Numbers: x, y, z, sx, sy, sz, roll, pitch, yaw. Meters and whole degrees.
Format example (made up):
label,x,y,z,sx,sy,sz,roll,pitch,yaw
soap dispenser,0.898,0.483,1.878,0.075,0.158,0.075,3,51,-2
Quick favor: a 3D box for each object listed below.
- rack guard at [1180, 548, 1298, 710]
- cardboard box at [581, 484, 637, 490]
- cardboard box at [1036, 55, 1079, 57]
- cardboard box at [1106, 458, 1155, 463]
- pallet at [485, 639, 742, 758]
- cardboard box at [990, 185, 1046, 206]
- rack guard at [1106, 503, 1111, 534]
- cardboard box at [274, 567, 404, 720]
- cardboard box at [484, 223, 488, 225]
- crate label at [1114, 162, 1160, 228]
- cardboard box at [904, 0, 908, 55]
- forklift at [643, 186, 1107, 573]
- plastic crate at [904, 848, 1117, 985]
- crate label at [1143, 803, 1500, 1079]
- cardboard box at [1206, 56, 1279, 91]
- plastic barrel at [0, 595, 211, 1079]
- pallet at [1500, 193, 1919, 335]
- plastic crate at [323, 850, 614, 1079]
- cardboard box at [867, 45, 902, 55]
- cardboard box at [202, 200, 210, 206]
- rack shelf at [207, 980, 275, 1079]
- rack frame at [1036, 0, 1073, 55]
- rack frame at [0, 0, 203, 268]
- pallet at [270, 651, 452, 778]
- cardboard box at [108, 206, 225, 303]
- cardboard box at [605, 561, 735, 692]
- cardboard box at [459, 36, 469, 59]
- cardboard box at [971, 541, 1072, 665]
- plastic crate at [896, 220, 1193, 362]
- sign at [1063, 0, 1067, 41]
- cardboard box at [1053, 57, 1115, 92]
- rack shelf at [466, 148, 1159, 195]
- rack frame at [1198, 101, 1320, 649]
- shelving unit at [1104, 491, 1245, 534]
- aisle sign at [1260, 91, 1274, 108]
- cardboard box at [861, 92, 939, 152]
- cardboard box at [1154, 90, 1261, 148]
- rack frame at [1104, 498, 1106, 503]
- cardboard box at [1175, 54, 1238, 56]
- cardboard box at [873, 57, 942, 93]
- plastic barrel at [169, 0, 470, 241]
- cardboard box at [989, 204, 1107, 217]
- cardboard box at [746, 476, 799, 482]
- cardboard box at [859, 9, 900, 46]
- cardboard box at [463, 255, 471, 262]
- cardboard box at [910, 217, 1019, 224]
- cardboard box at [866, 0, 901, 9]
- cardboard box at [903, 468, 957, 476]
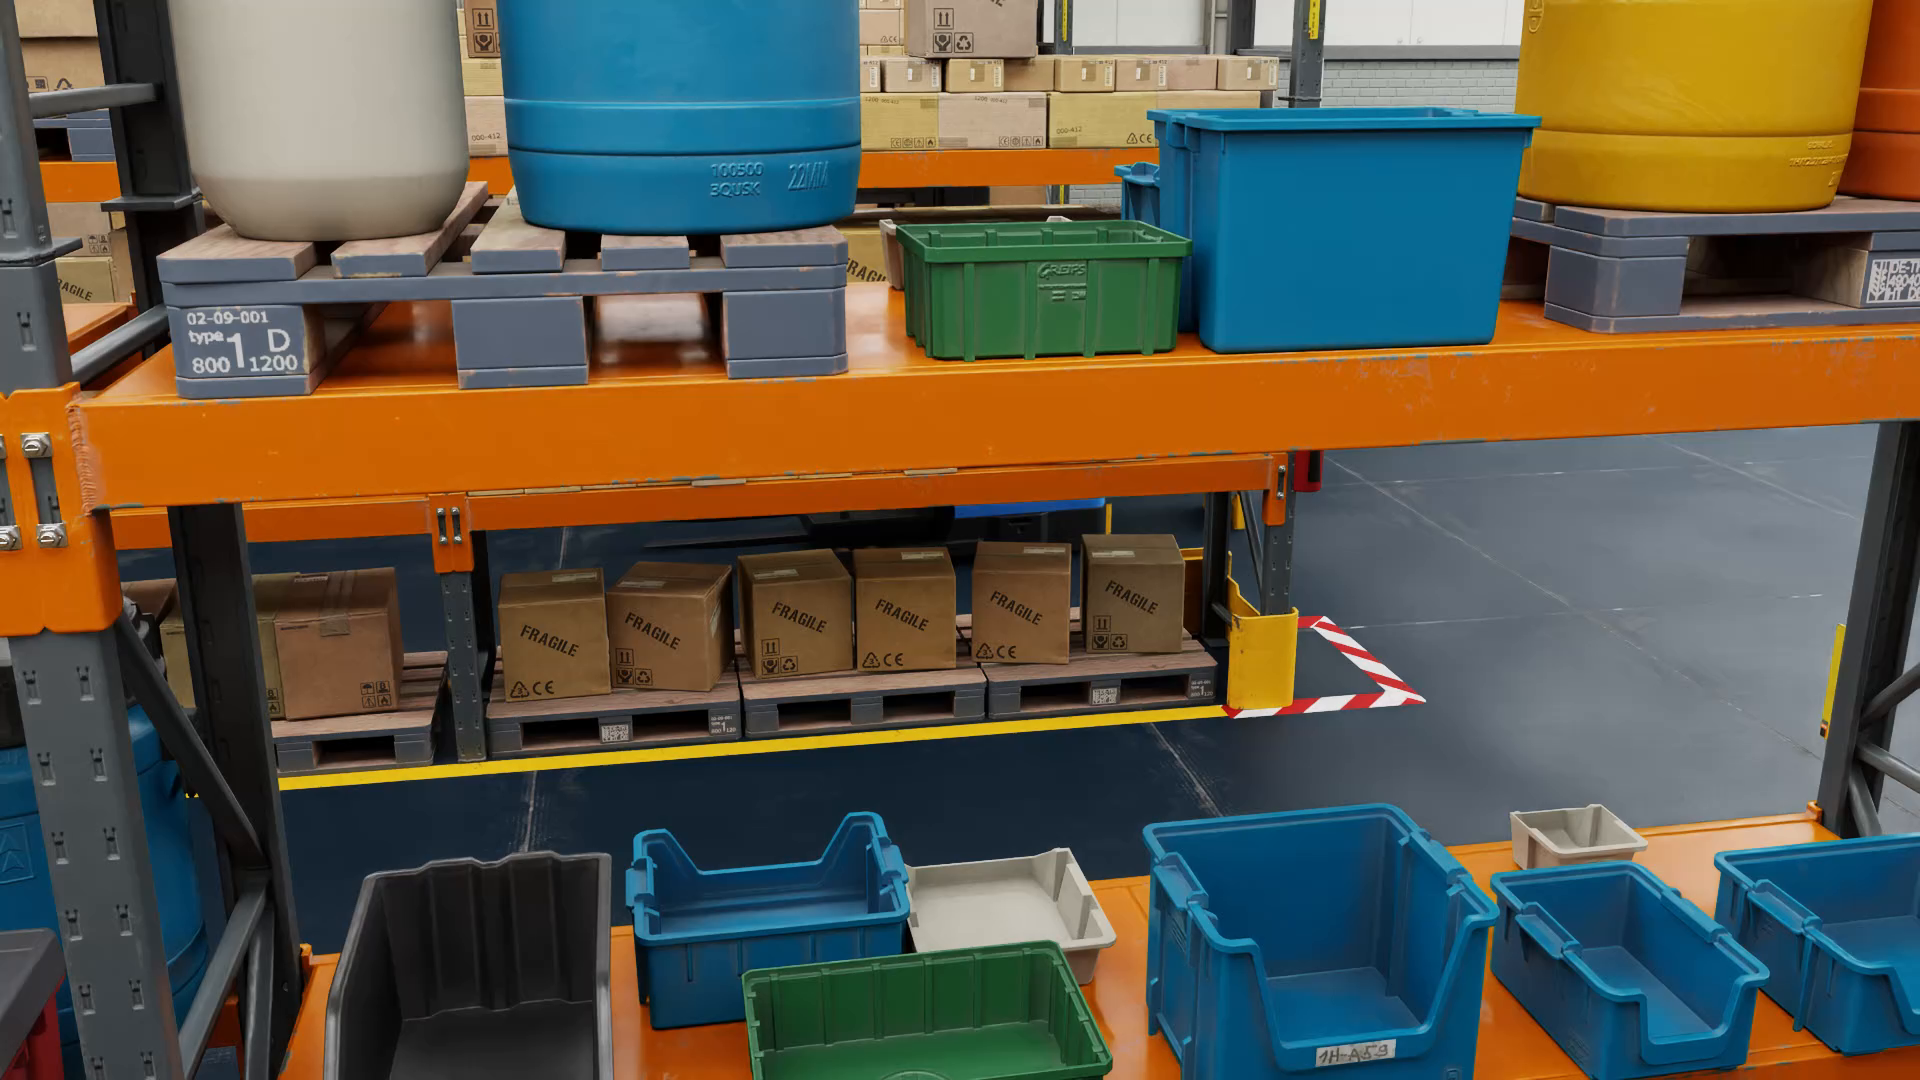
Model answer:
label,x,y,z,sx,sy,sz,roll,pitch,yaw
rack guard,1.448,0.455,8.979,0.348,0.500,1.175,-3,17,-10
cardboard box,-1.649,-0.359,7.798,0.250,0.149,0.380,-3,17,-10
cardboard box,0.430,-2.317,8.216,0.250,0.149,0.380,-3,17,-8
cardboard box,0.800,-0.506,8.279,0.250,0.149,0.380,-3,17,-10
pallet,-1.752,0.764,8.465,1.213,0.211,1.003,-3,17,-10
cardboard box,0.309,-2.758,13.088,0.550,0.550,0.875,-3,17,-10
rack guard,0.915,-0.202,11.543,0.087,0.250,0.587,-5,18,-14
cardboard box,-3.012,0.491,8.112,0.500,0.500,0.700,-5,18,-15
cardboard box,-2.015,-1.294,8.035,0.500,0.500,0.500,-3,17,-10
crate label,0.562,-0.670,3.529,0.408,0.251,0.502,-3,17,-10
cardboard box,0.014,-2.602,8.038,0.500,0.500,0.500,-3,17,-11
forklift,-0.603,-1.354,10.727,3.031,2.935,1.130,-5,18,-14
plastic crate,0.081,0.869,3.823,0.437,0.136,0.530,-3,17,-10
crate label,0.706,0.847,3.384,0.616,0.435,0.502,-3,17,-10
cardboard box,1.309,-2.191,7.805,0.250,0.149,0.380,-3,17,-10
plastic barrel,-1.902,0.601,3.392,0.708,0.901,0.600,-3,17,-10
pallet,1.631,-0.642,3.506,1.213,0.211,1.003,-3,17,-10
plastic crate,-0.927,0.944,3.236,0.504,0.338,0.767,-3,17,-10
cardboard box,-0.581,-3.569,12.256,0.250,0.149,0.380,-3,17,-11
cardboard box,-5.230,-2.368,12.040,0.500,0.500,0.700,-3,17,-11
rack shelf,-3.429,1.362,2.995,4.000,0.370,1.077,-3,17,-10
rack frame,0.681,-5.047,12.418,0.127,3.000,1.000,-3,17,-10
rack frame,-1.465,-1.961,2.371,0.127,3.000,1.000,-3,17,-10
pallet,-3.169,0.855,8.167,1.213,0.211,1.003,-3,17,-10
cardboard box,-3.212,-1.005,7.738,1.000,1.000,1.000,-3,17,-10
cardboard box,-1.444,0.428,8.352,0.500,0.500,0.500,2,17,7
cardboard box,-4.831,-4.867,16.480,0.500,0.250,0.500,-4,17,-12
cardboard box,0.326,0.323,8.693,0.500,0.500,0.500,1,17,4
plastic crate,0.135,-0.435,2.873,0.450,0.188,0.336,-3,17,-10
sign,0.770,-3.842,12.229,0.005,0.325,0.100,-3,17,-10
cardboard box,0.541,-2.143,7.648,0.250,0.149,0.380,-3,17,-10
rack shelf,-0.441,-1.723,7.928,4.000,0.370,1.077,-3,17,-10
rack frame,1.522,-0.744,8.626,0.127,3.000,1.000,-3,17,-10
shelving unit,1.395,-0.837,11.483,1.083,1.500,0.587,-5,18,-14
aisle sign,1.526,-2.077,8.537,0.004,0.787,0.394,-3,17,-10
cardboard box,-0.390,-1.922,7.607,0.500,0.250,0.500,-4,17,-11
cardboard box,1.097,-2.006,7.881,0.500,0.250,0.500,-3,17,-9
rack frame,0.913,-0.799,11.359,0.032,1.500,0.500,-5,18,-14
cardboard box,1.208,-2.348,8.316,0.250,0.149,0.380,-3,17,-11
cardboard box,-0.248,-2.119,7.570,0.250,0.149,0.380,-4,18,-13
plastic barrel,-1.005,-0.749,2.627,0.421,0.512,0.421,0,17,0
cardboard box,0.438,-1.434,8.492,0.500,0.500,0.500,-3,17,-10
cardboard box,-0.914,-0.403,7.944,0.250,0.149,0.380,-3,17,-10
cardboard box,-0.731,-3.769,12.230,0.500,0.250,0.500,-3,17,-11
cardboard box,-3.708,-1.898,12.214,0.500,0.500,0.500,-3,17,-11
cardboard box,0.048,-1.254,7.904,0.500,0.500,0.500,-3,17,-10
cardboard box,-0.582,-3.950,12.140,0.250,0.149,0.380,-3,17,-10
cardboard box,-0.171,-0.435,8.046,0.250,0.149,0.380,-3,17,-10
